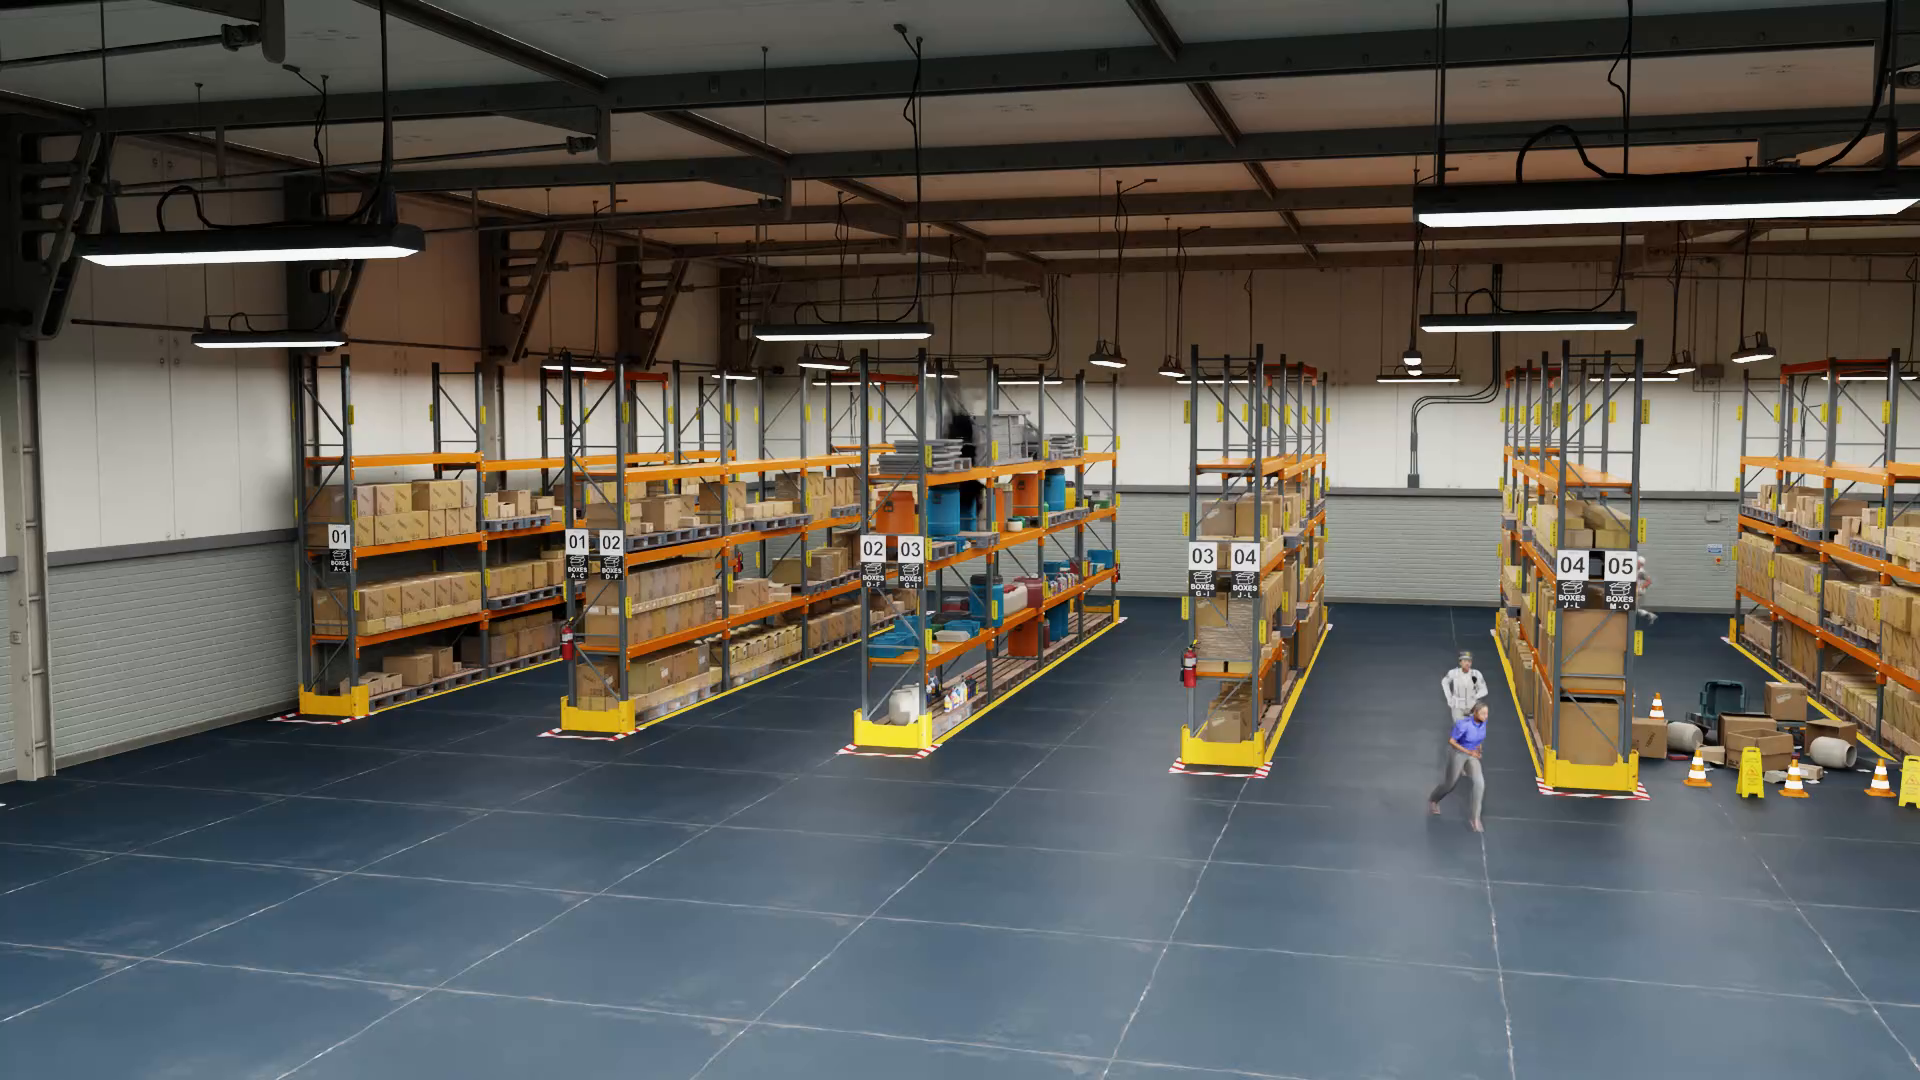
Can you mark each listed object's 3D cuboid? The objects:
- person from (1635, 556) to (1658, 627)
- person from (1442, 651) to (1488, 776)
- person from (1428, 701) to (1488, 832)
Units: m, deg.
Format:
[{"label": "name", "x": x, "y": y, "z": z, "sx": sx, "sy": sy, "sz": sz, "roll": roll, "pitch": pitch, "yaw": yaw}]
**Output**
[{"label": "person", "x": 15.612, "y": 1.261, "z": 38.215, "sx": 0.863, "sy": 1.771, "sz": 0.657, "roll": 1, "pitch": 4, "yaw": 11}, {"label": "person", "x": 7.149, "y": 2.413, "z": 23.550, "sx": 0.568, "sy": 1.739, "sz": 1.038, "roll": 0, "pitch": 4, "yaw": 1}, {"label": "person", "x": 6.112, "y": 2.725, "z": 20.375, "sx": 0.617, "sy": 1.601, "sz": 0.967, "roll": -2, "pitch": 5, "yaw": -27}]
